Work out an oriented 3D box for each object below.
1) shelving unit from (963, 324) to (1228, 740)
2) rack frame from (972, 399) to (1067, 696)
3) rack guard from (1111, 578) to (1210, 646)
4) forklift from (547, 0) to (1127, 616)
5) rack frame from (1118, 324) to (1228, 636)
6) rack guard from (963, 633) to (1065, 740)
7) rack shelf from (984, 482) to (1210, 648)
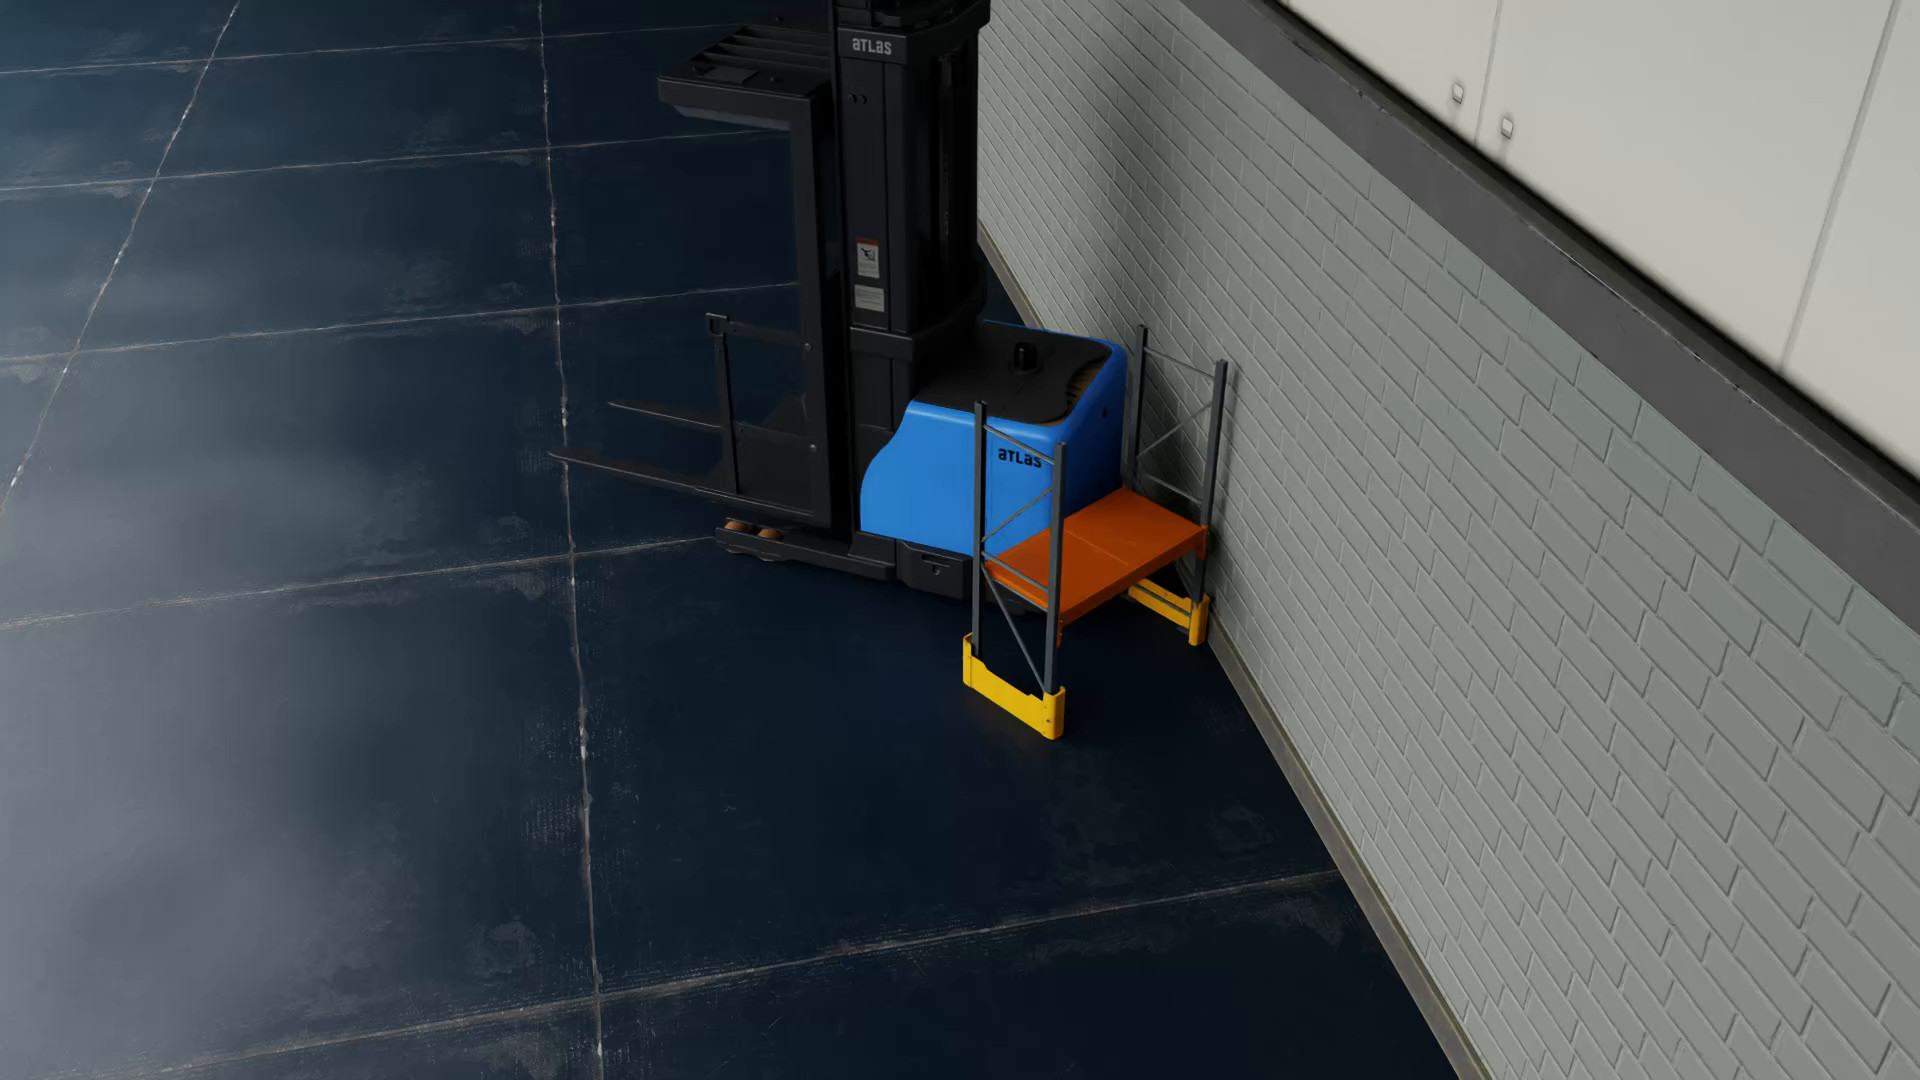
[{"bbox_3d":[0.603,-0.050,7.476,1.083,1.500,0.587,-28,43,-35],"label":"shelving unit"},{"bbox_3d":[0.242,0.142,7.189,0.032,1.500,0.500,-28,43,-35],"label":"rack frame"},{"bbox_3d":[0.960,0.275,8.112,0.087,0.250,0.587,-28,43,-35],"label":"rack guard"},{"bbox_3d":[-0.722,-1.364,8.152,3.031,2.935,1.130,13,36,18],"label":"forklift"},{"bbox_3d":[0.977,-0.250,7.772,0.032,1.500,0.500,-28,43,-35],"label":"rack frame"},{"bbox_3d":[0.240,0.658,7.541,0.087,0.250,0.587,-28,43,-35],"label":"rack guard"},{"bbox_3d":[0.608,0.095,7.582,1.000,0.185,0.538,-28,43,-35],"label":"rack shelf"}]
